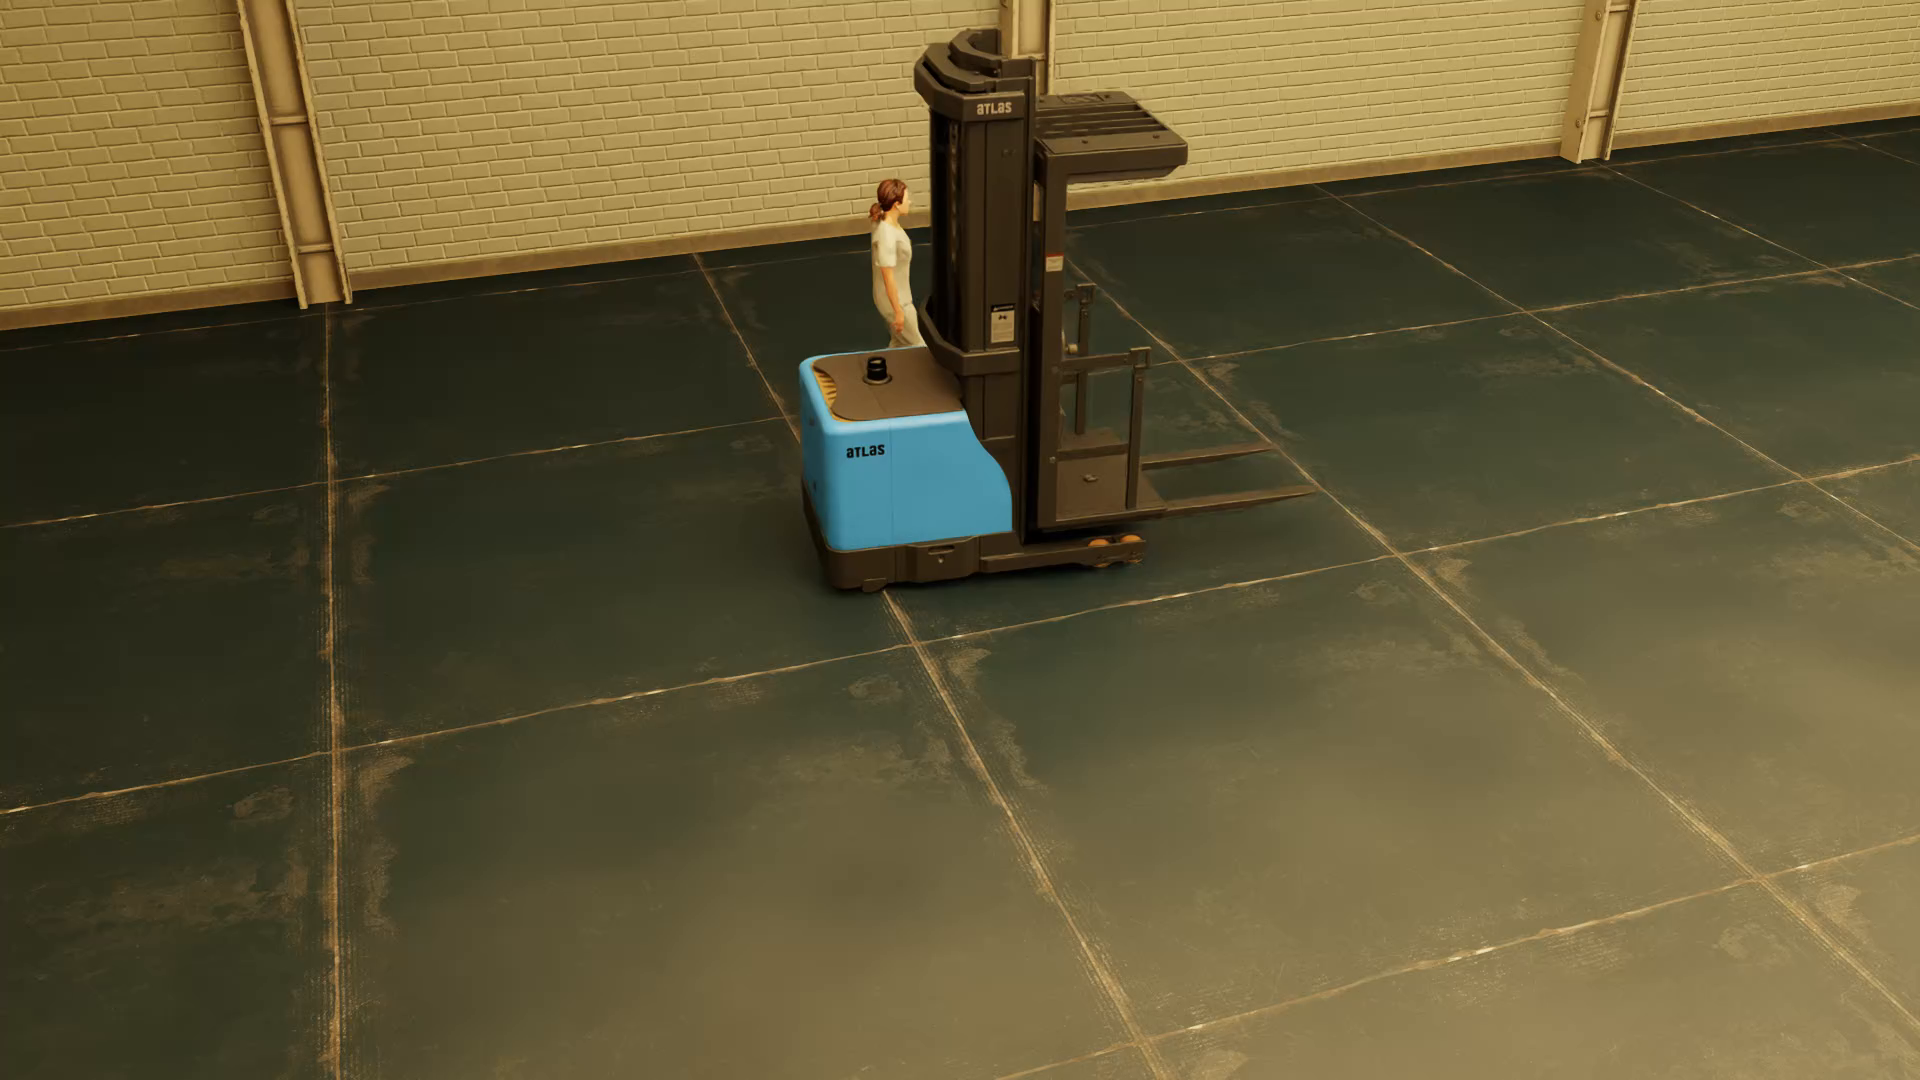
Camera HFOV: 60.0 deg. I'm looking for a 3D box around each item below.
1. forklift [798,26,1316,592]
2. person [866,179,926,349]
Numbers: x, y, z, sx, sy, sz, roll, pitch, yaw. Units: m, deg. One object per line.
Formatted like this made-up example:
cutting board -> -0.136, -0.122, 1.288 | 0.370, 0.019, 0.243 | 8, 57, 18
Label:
forklift -> 0.614, -1.356, 9.443 | 3.031, 2.935, 1.130 | -7, 31, -12
person -> -0.416, -1.611, 11.162 | 0.405, 1.660, 0.613 | -4, 30, -8
